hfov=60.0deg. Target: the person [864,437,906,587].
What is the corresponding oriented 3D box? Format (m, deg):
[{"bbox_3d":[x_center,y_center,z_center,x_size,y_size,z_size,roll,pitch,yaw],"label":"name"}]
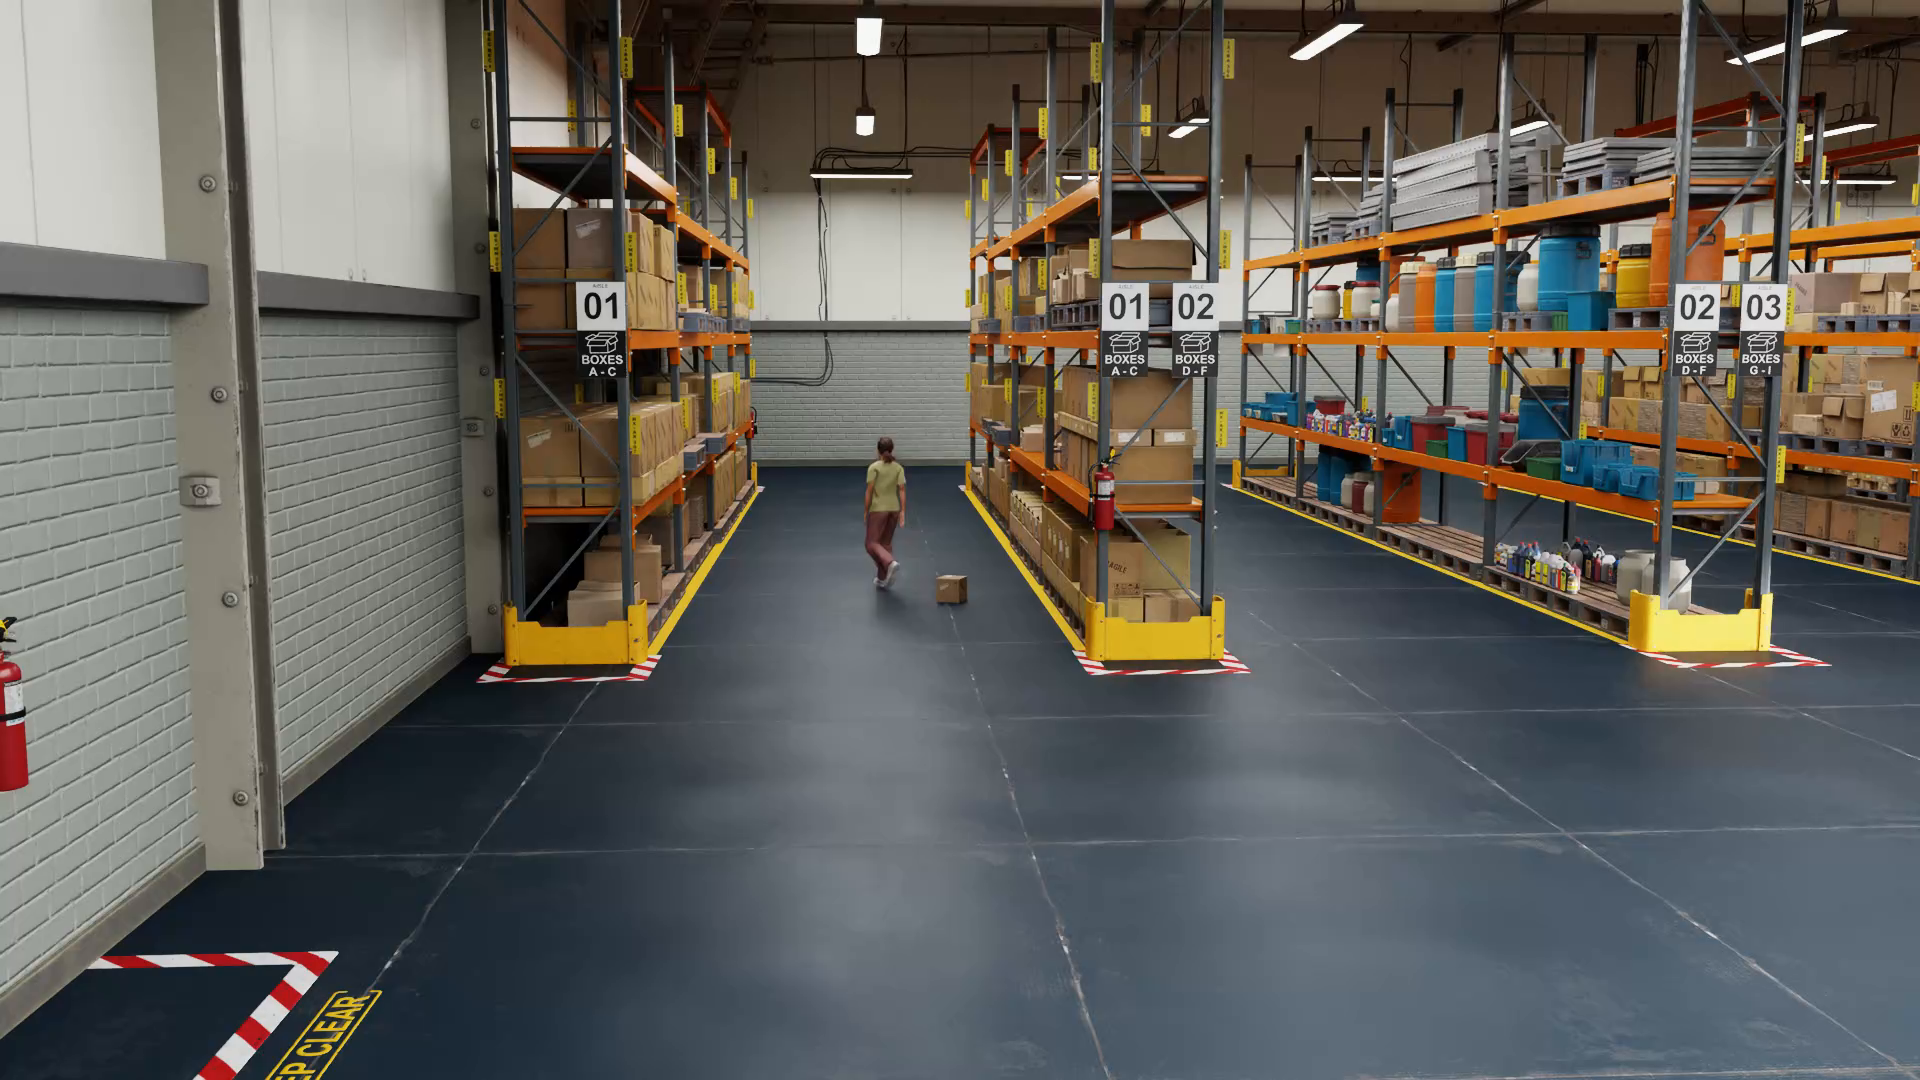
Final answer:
[{"bbox_3d":[-0.795,-0.291,18.000,0.451,1.646,0.749,-4,8,-31],"label":"person"}]
